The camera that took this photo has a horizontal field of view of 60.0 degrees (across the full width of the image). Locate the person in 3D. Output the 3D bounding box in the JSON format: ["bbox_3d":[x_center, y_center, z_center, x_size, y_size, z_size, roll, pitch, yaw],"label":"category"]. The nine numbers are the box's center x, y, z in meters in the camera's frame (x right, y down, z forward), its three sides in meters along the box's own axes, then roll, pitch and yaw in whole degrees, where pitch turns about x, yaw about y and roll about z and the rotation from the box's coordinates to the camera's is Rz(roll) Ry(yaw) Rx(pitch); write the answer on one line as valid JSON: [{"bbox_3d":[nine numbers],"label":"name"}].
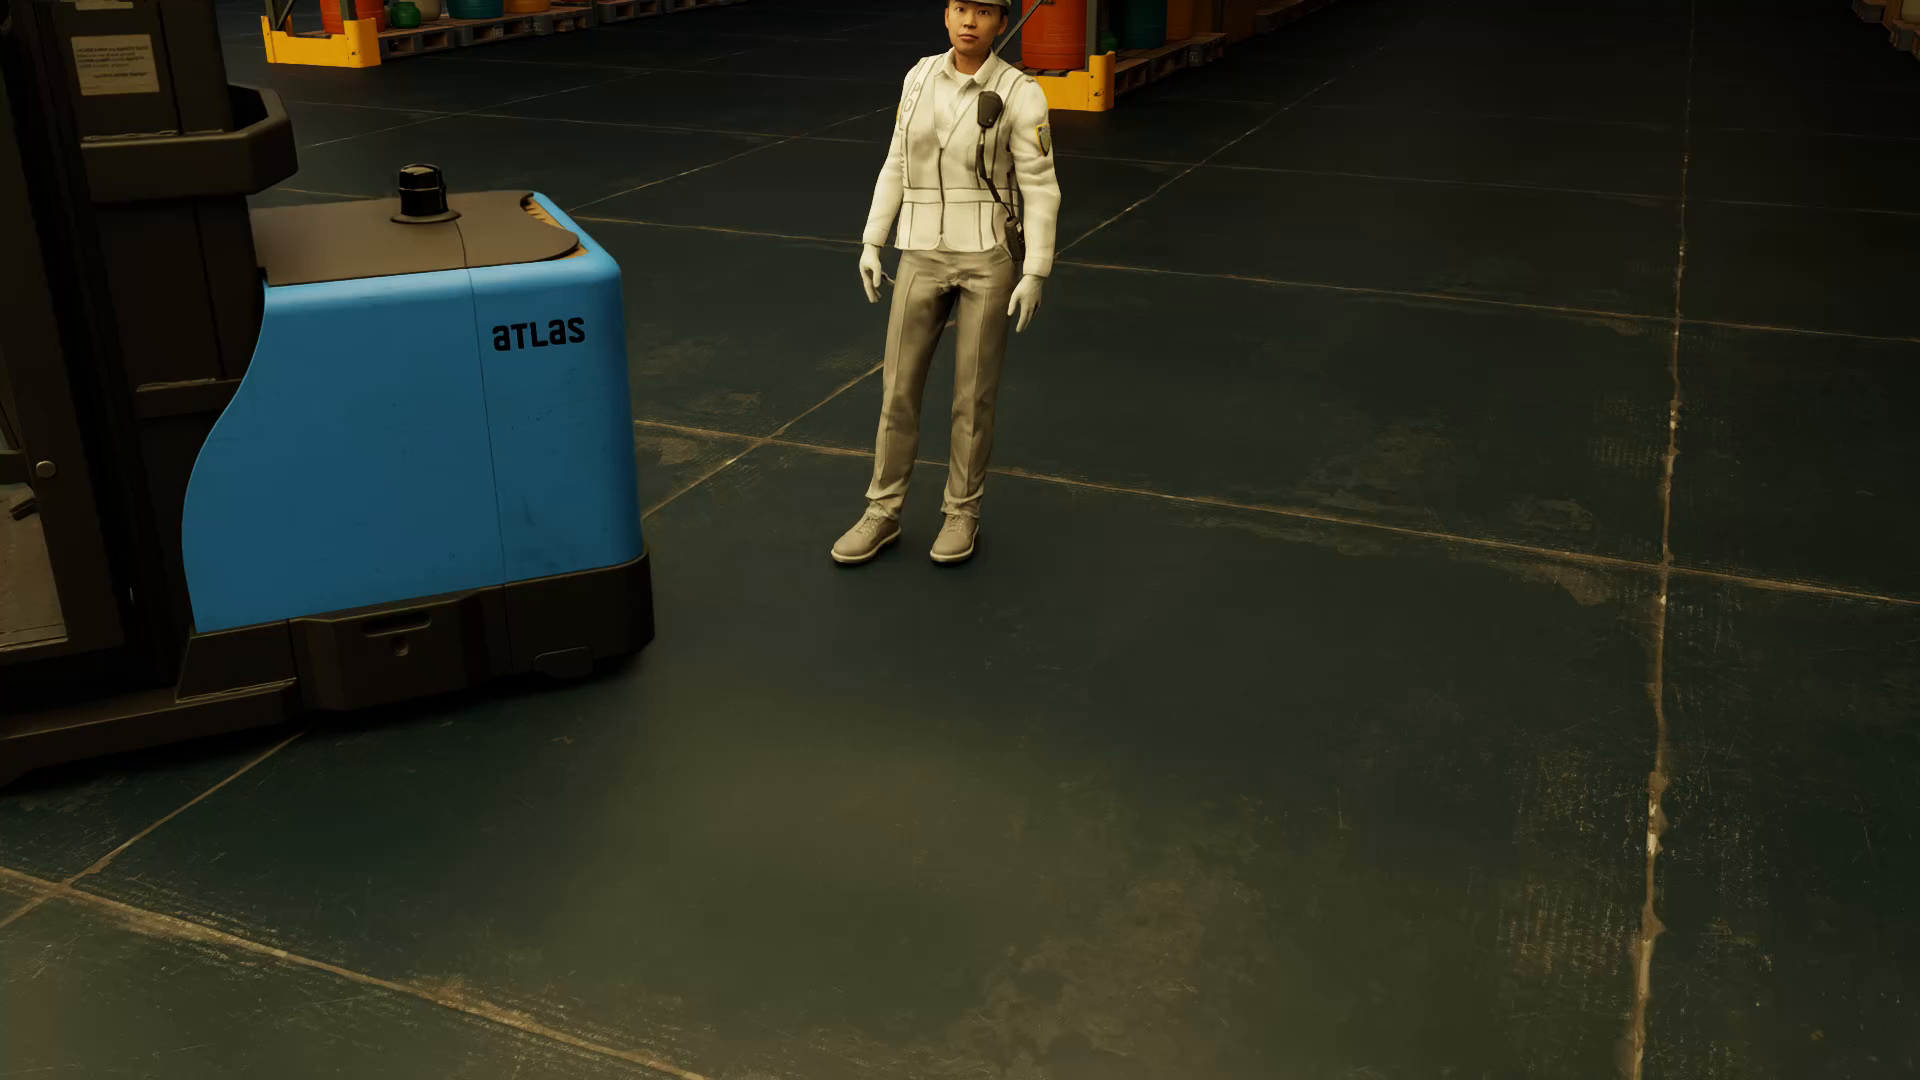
[{"bbox_3d":[-0.033,-0.765,4.708,0.586,1.694,0.531,9,24,21],"label":"person"}]

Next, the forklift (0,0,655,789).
[{"bbox_3d":[-2.354,-0.962,3.593,3.031,2.935,1.130,-10,25,-22],"label":"forklift"}]
